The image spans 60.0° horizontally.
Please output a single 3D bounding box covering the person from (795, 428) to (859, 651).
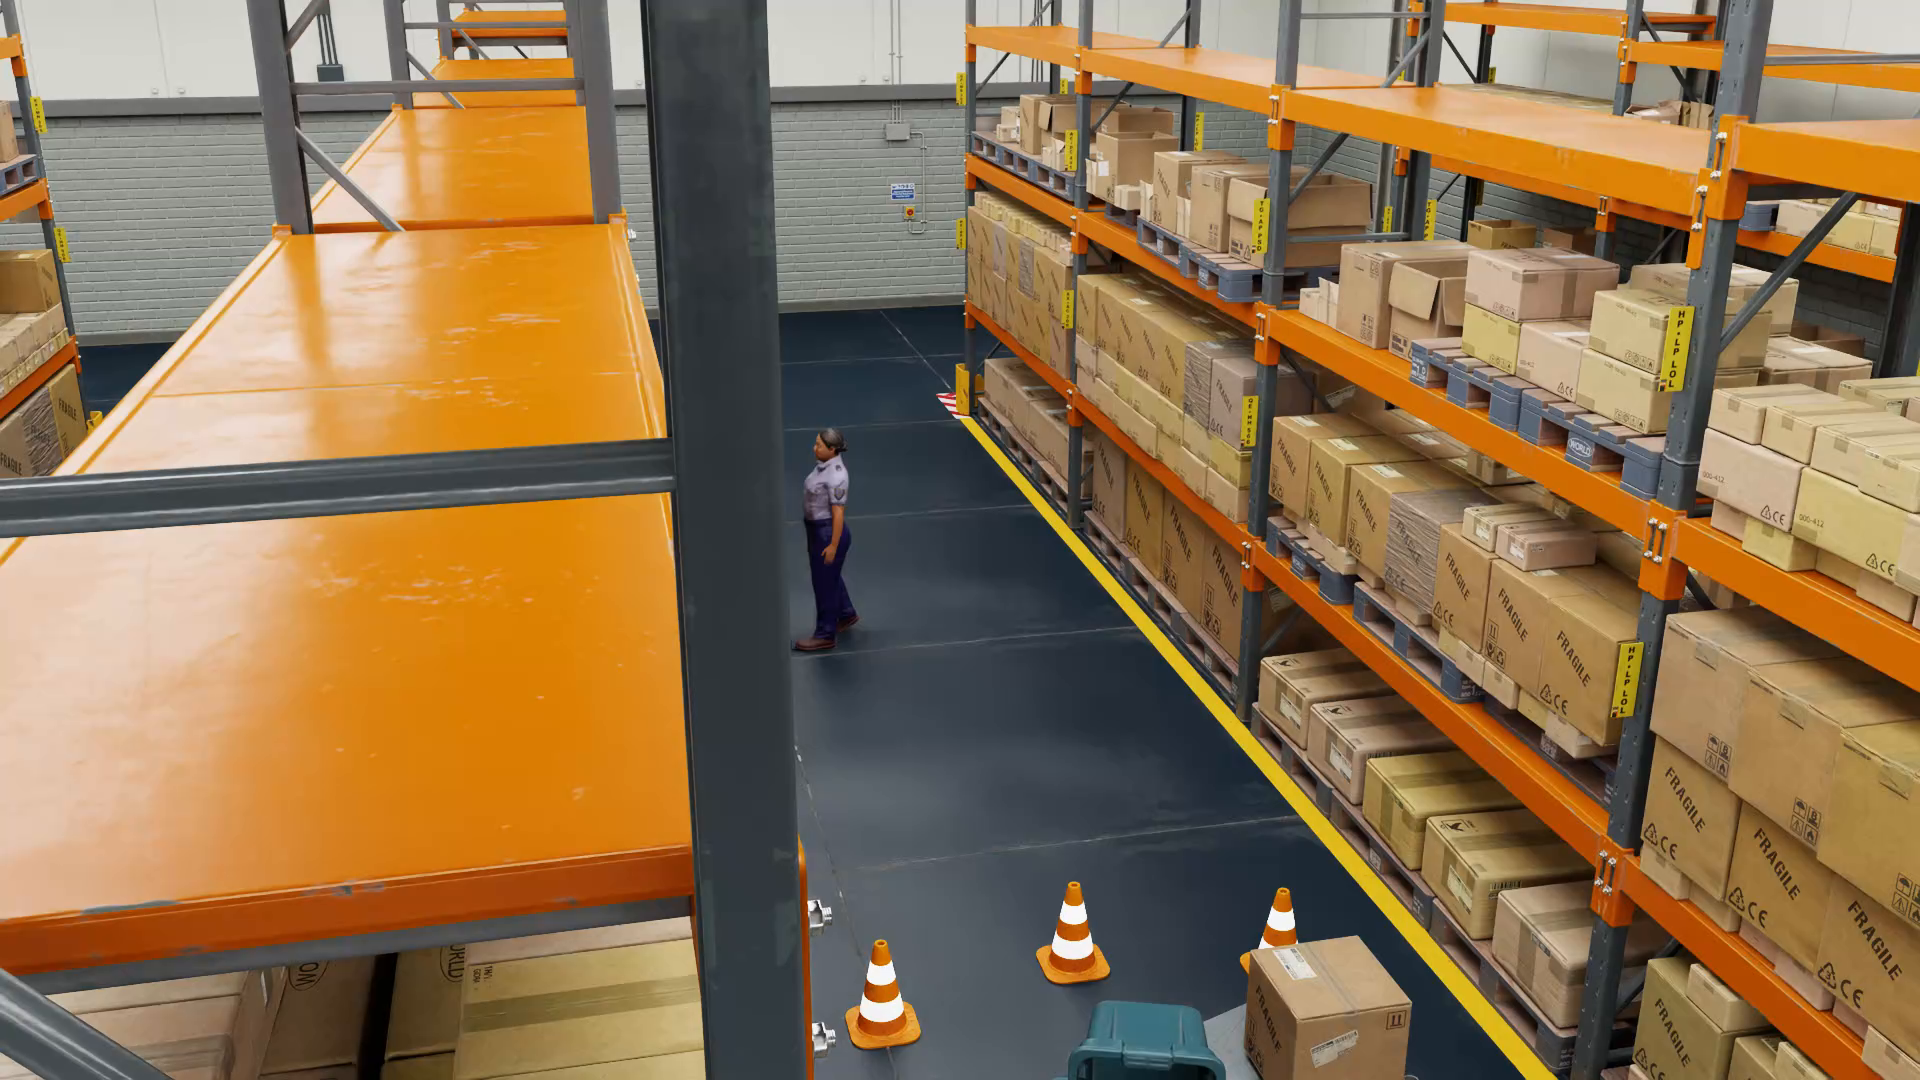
[{"bbox_3d":[-0.982,-0.012,12.156,0.529,1.678,0.508,-5,20,-12],"label":"person"}]
